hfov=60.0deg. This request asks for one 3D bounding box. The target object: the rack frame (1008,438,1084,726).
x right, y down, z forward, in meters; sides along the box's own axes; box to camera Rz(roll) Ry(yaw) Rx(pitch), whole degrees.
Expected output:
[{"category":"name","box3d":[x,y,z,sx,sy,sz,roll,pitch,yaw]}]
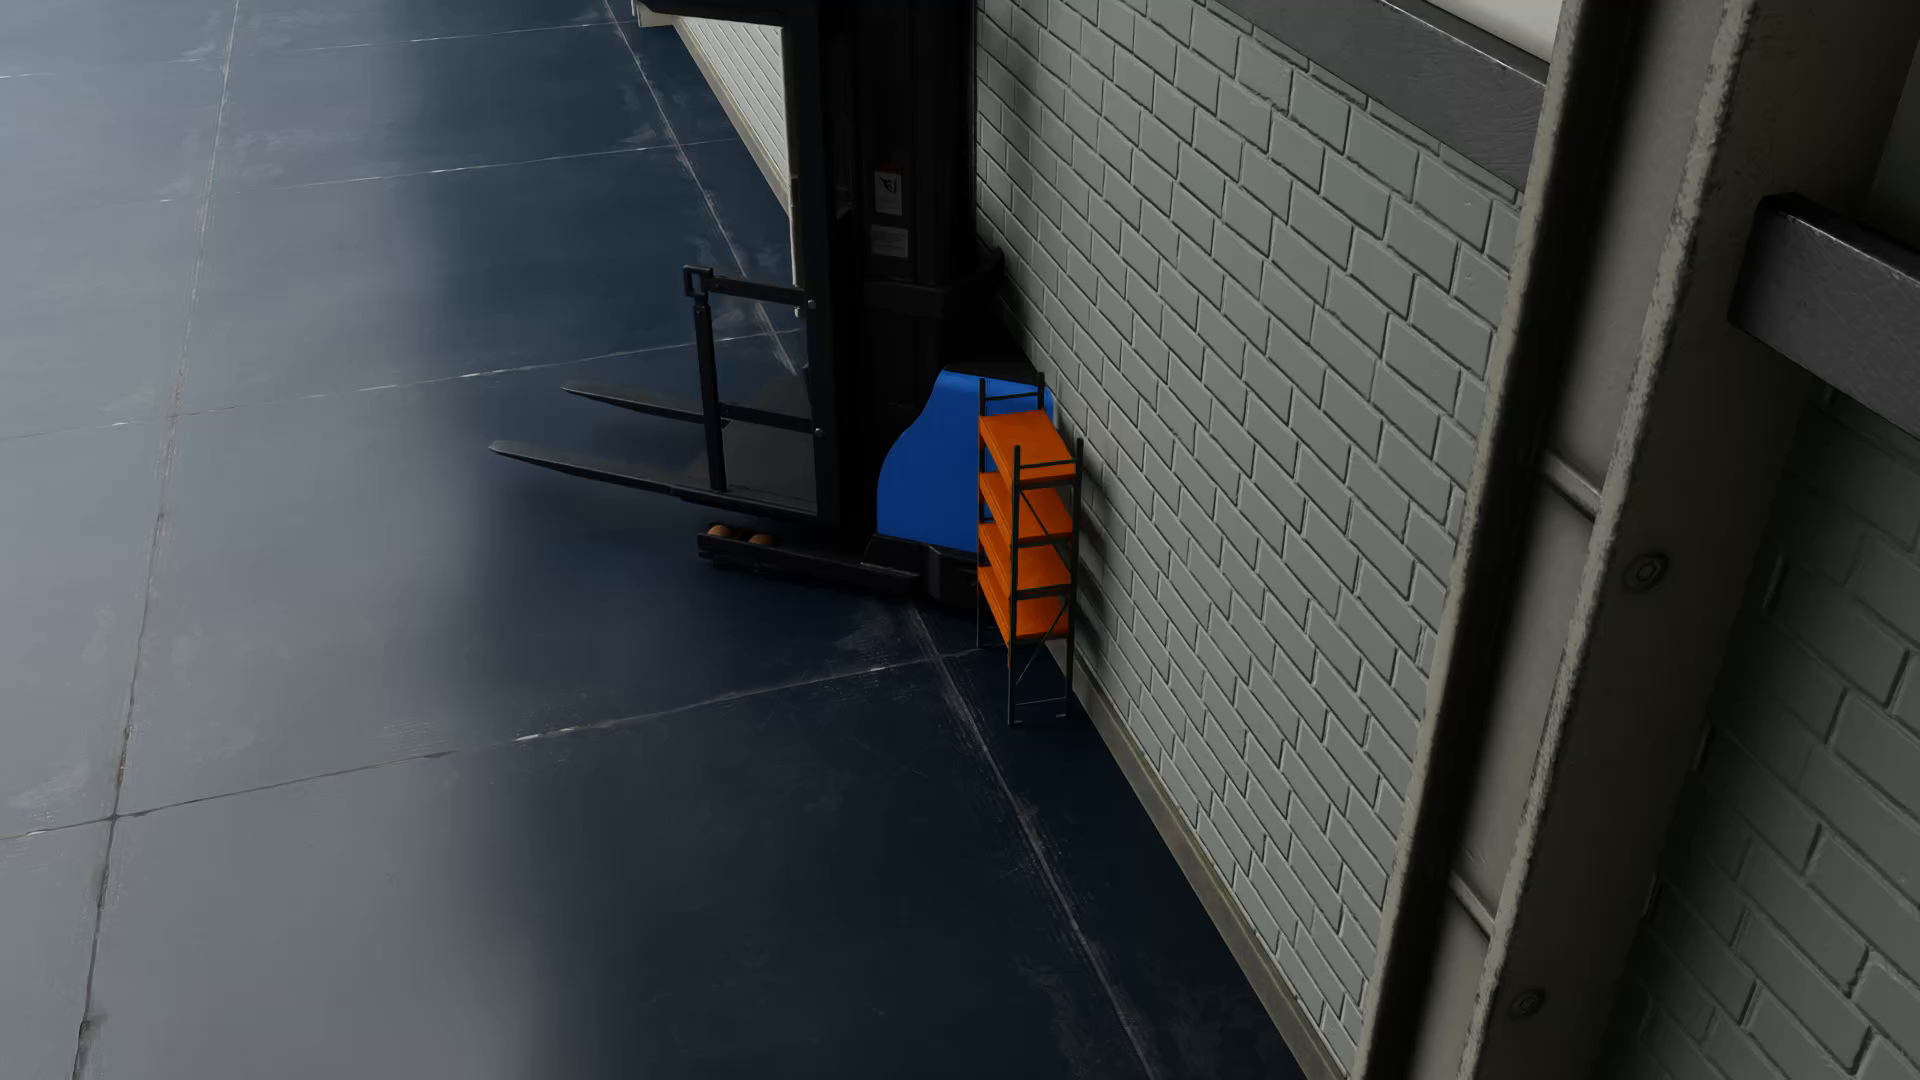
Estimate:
[{"category":"rack frame","box3d":[0.297,0.175,5.897,0.240,1.200,0.015,-7,34,-11]}]

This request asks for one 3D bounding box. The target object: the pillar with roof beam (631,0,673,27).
[{"category":"pillar with roof beam","box3d":[-6.630,-7.348,10.207,9.100,9.000,0.400,-10,35,-15]}]

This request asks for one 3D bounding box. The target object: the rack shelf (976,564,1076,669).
[{"category":"rack shelf","box3d":[0.242,0.265,6.242,0.258,0.148,0.480,-7,34,-11]}]

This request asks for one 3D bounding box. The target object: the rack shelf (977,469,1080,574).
[{"category":"rack shelf","box3d":[0.242,-0.087,6.010,0.258,0.148,0.480,-7,34,-11]}]

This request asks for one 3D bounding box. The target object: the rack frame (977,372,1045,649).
[{"category":"rack frame","box3d":[0.186,-0.087,6.294,0.240,1.200,0.015,-7,34,-11]}]

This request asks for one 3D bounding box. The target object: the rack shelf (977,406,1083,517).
[{"category":"rack shelf","box3d":[0.242,-0.284,5.879,0.258,0.148,0.480,-7,34,-11]}]

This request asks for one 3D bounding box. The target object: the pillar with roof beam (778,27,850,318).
[{"category":"pillar with roof beam","box3d":[-4.800,-4.197,5.440,9.100,9.000,0.400,-10,35,-15]}]

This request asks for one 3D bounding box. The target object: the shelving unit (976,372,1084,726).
[{"category":"shelving unit","box3d":[0.242,0.044,6.096,0.258,1.200,0.503,-7,34,-11]}]

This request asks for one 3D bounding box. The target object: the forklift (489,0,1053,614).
[{"category":"forklift","box3d":[-0.585,-1.340,6.619,3.031,2.935,1.130,11,35,17]}]

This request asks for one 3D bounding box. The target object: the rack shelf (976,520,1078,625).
[{"category":"rack shelf","box3d":[0.242,0.100,6.133,0.258,0.148,0.480,-7,34,-11]}]
